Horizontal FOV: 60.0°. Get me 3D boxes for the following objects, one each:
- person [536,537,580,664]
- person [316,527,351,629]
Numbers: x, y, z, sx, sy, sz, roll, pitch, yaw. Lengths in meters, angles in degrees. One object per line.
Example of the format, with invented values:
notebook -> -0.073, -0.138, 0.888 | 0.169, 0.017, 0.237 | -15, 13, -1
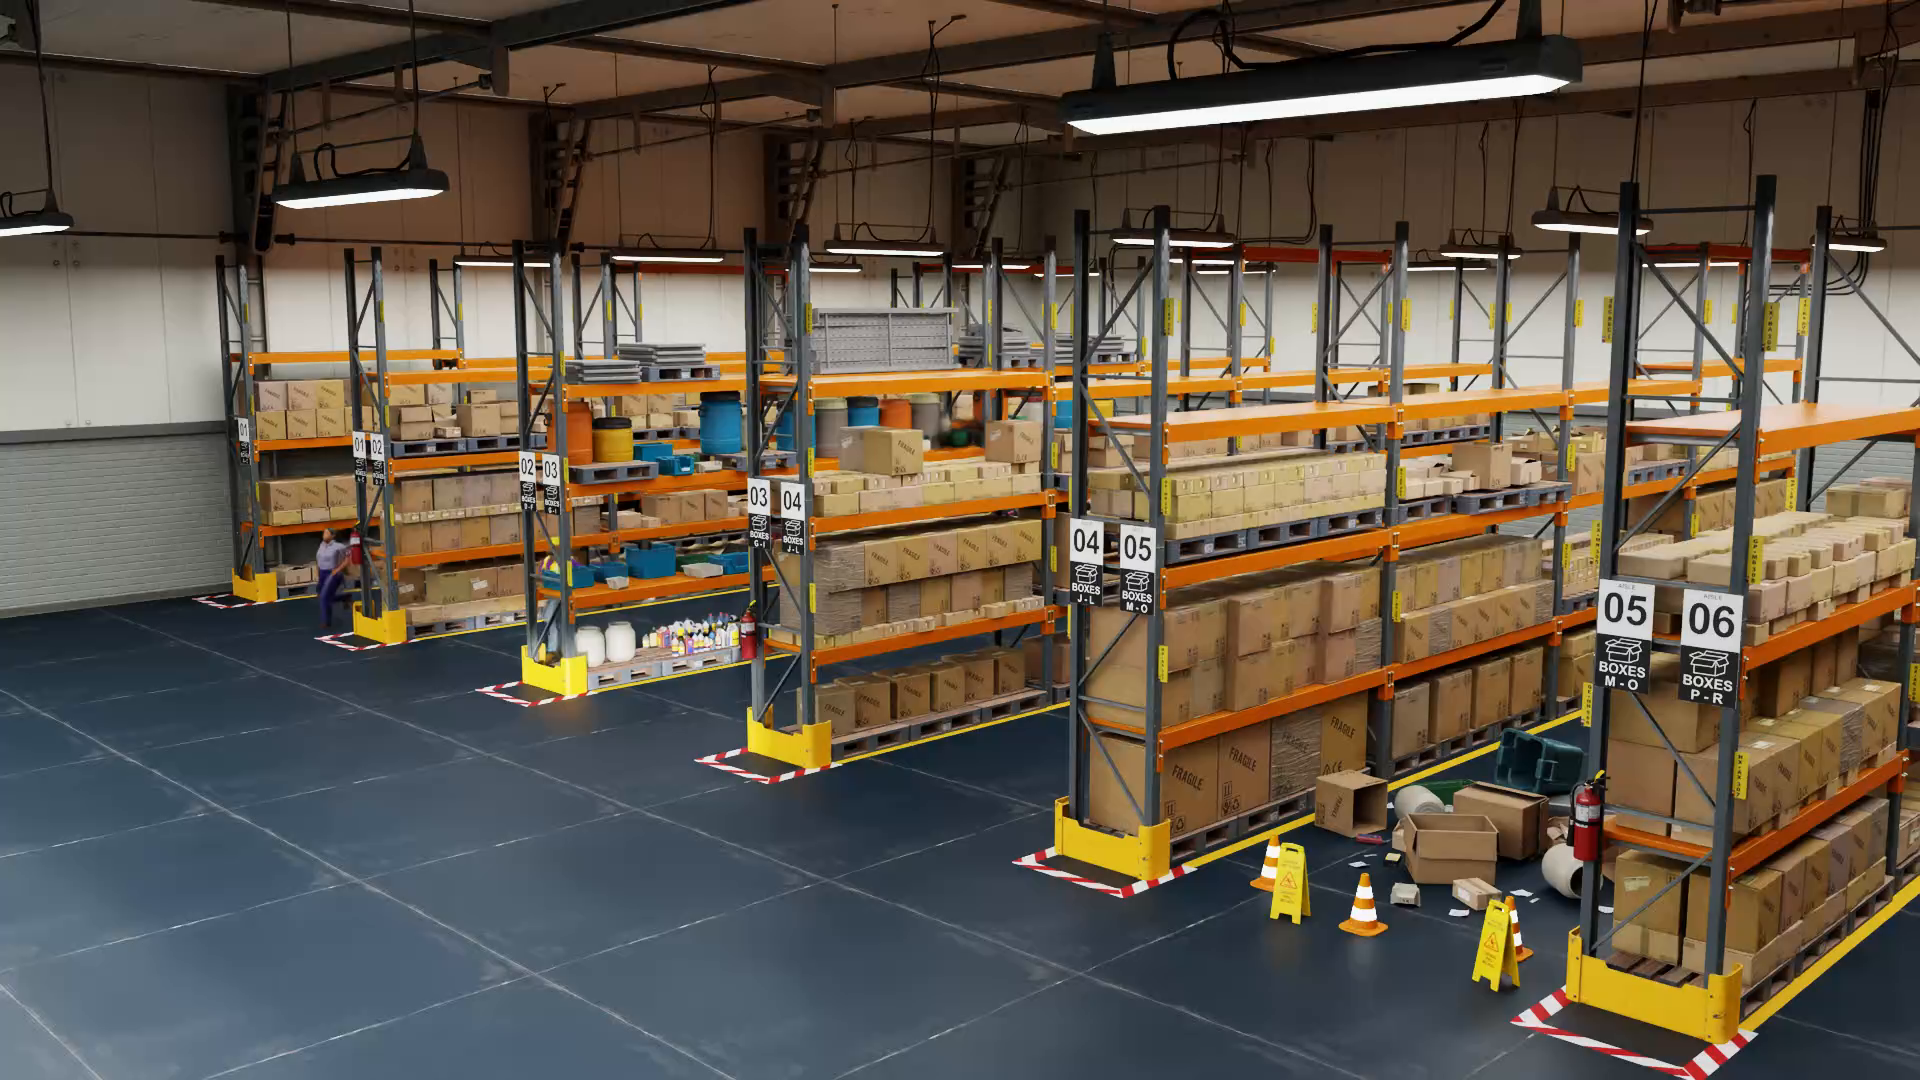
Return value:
person -> -5.882, 0.855, 24.281 | 0.676, 1.823, 0.784 | 7, 11, 41
person -> -10.137, 0.595, 26.894 | 0.606, 1.619, 0.806 | 5, 9, 29
